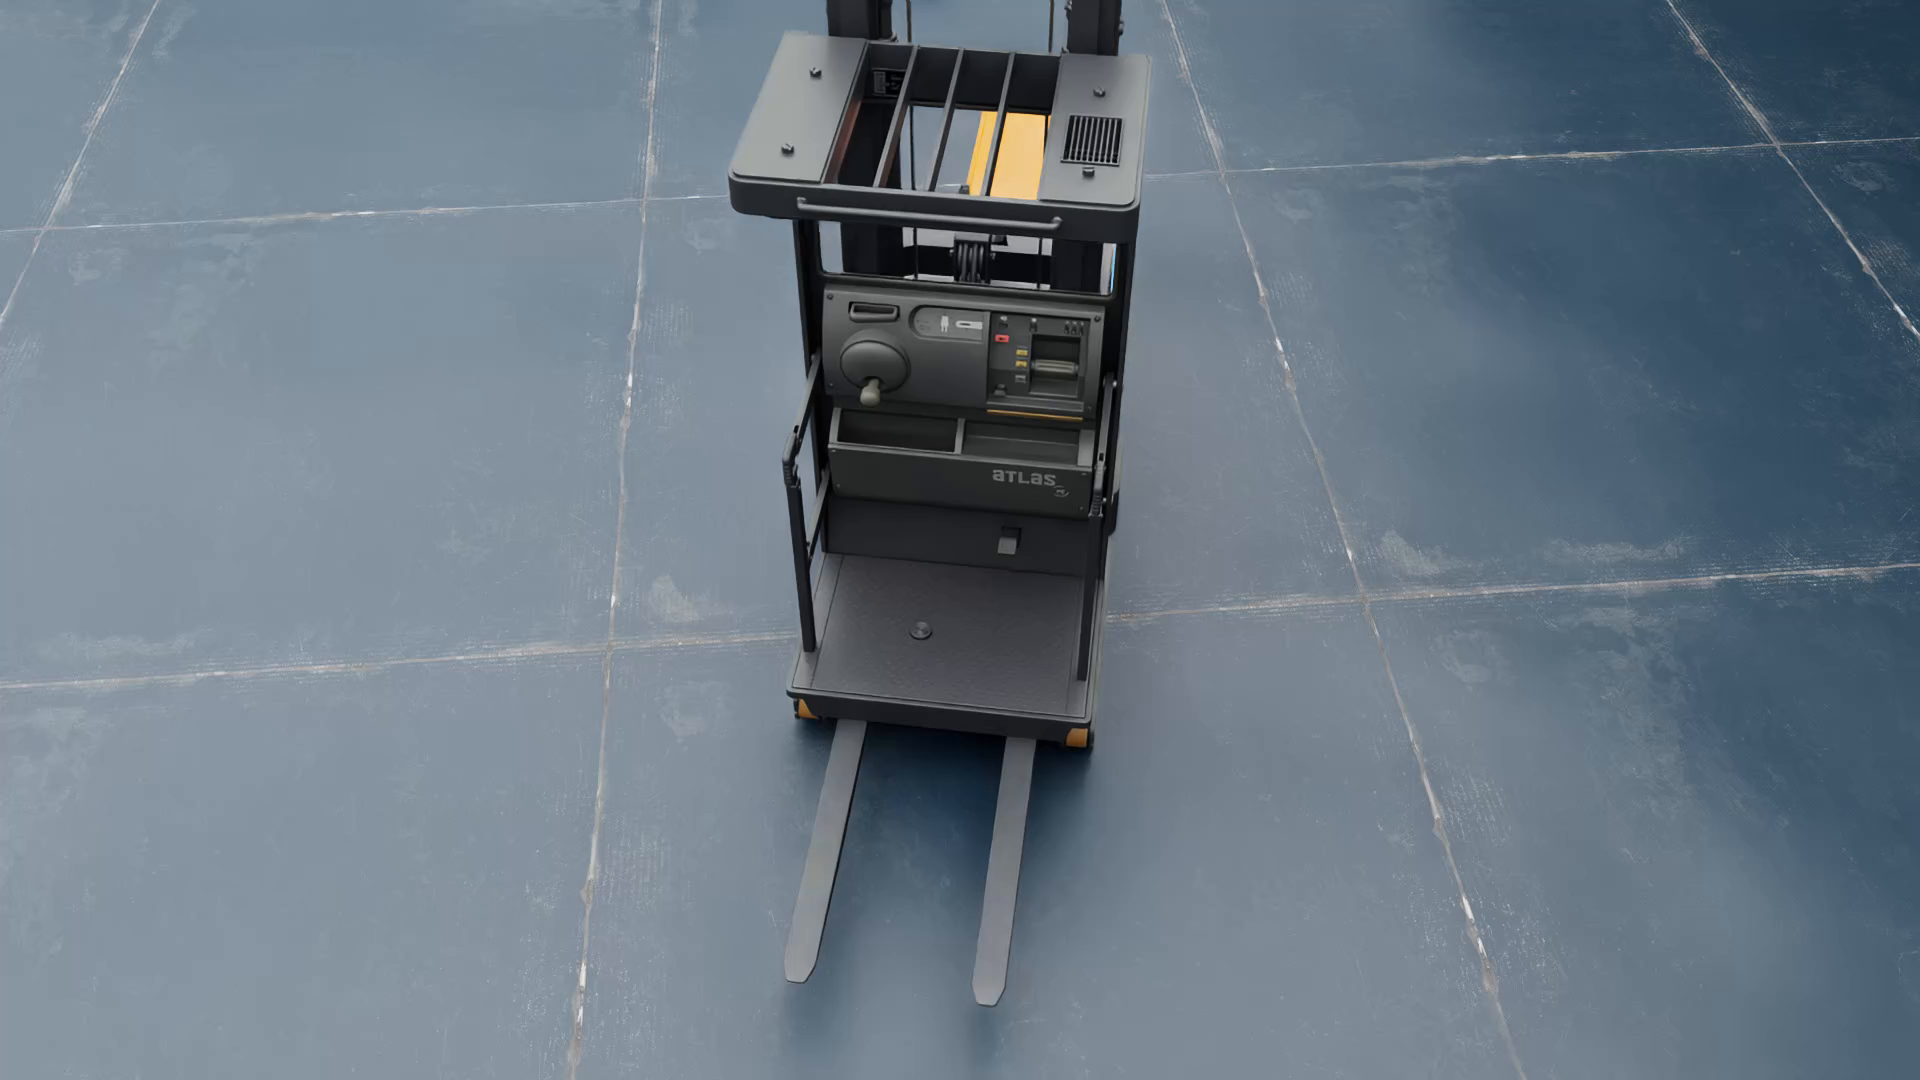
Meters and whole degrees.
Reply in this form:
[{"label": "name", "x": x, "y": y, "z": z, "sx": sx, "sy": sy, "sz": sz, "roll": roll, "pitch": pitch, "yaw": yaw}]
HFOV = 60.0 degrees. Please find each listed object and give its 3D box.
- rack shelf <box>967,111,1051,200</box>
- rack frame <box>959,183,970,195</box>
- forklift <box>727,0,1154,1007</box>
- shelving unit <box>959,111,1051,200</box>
[{"label": "rack shelf", "x": 0.311, "y": -1.584, "z": 7.209, "sx": 0.538, "sy": 0.278, "sz": 1.000, "roll": 6, "pitch": 47, "yaw": 5}, {"label": "rack frame", "x": 0.244, "y": -1.017, "z": 7.075, "sx": 0.500, "sy": 1.125, "sz": 0.032, "roll": 6, "pitch": 47, "yaw": 5}, {"label": "forklift", "x": -0.020, "y": -0.518, "z": 5.358, "sx": 1.130, "sy": 2.935, "sz": 3.031, "roll": 6, "pitch": 47, "yaw": 5}, {"label": "shelving unit", "x": 0.311, "y": -1.383, "z": 7.421, "sx": 0.538, "sy": 1.125, "sz": 1.048, "roll": 6, "pitch": 47, "yaw": 5}]
